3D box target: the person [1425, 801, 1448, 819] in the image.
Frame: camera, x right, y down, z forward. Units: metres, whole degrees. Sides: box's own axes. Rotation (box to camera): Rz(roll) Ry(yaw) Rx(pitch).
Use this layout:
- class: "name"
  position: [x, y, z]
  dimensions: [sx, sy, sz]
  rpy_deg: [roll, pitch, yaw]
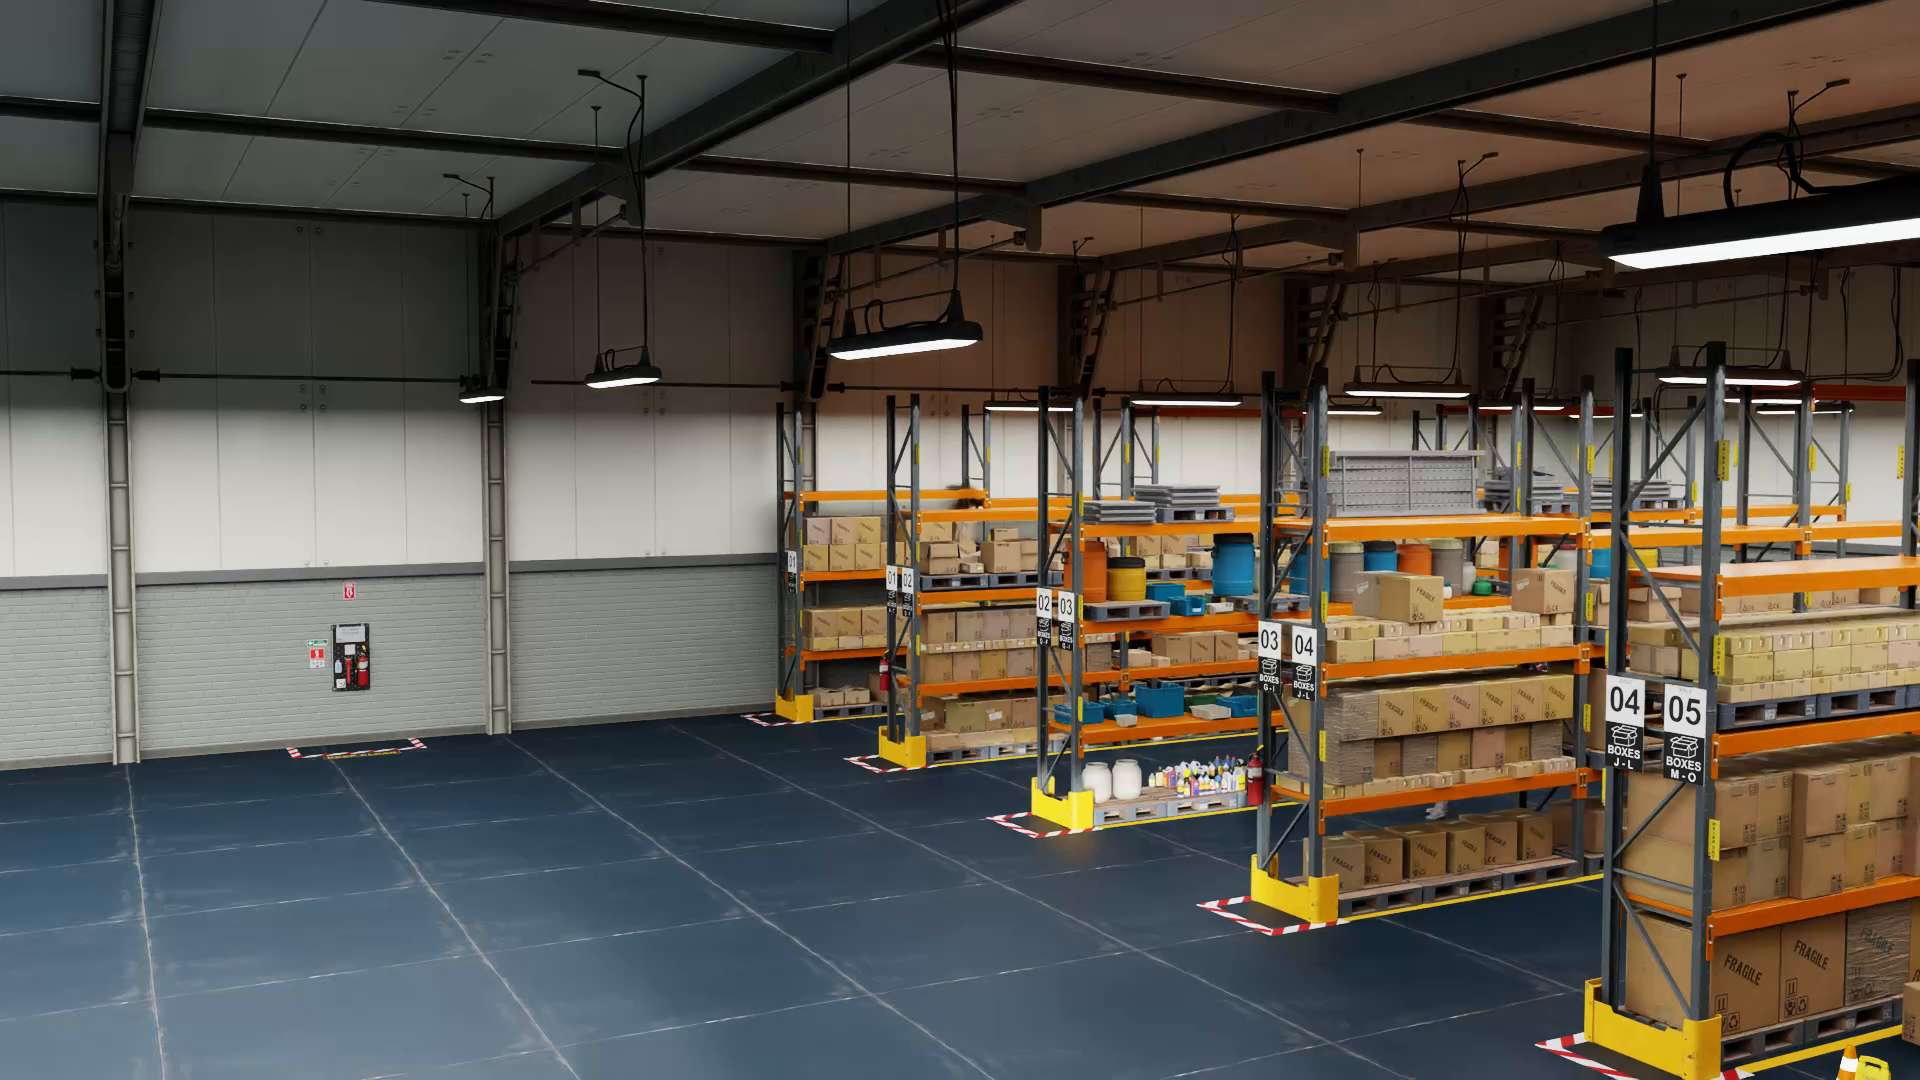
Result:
- class: "person"
  position: [6.634, 3.017, 23.202]
  dimensions: [0.386, 1.724, 0.468]
  rpy_deg: [1, 3, 19]
